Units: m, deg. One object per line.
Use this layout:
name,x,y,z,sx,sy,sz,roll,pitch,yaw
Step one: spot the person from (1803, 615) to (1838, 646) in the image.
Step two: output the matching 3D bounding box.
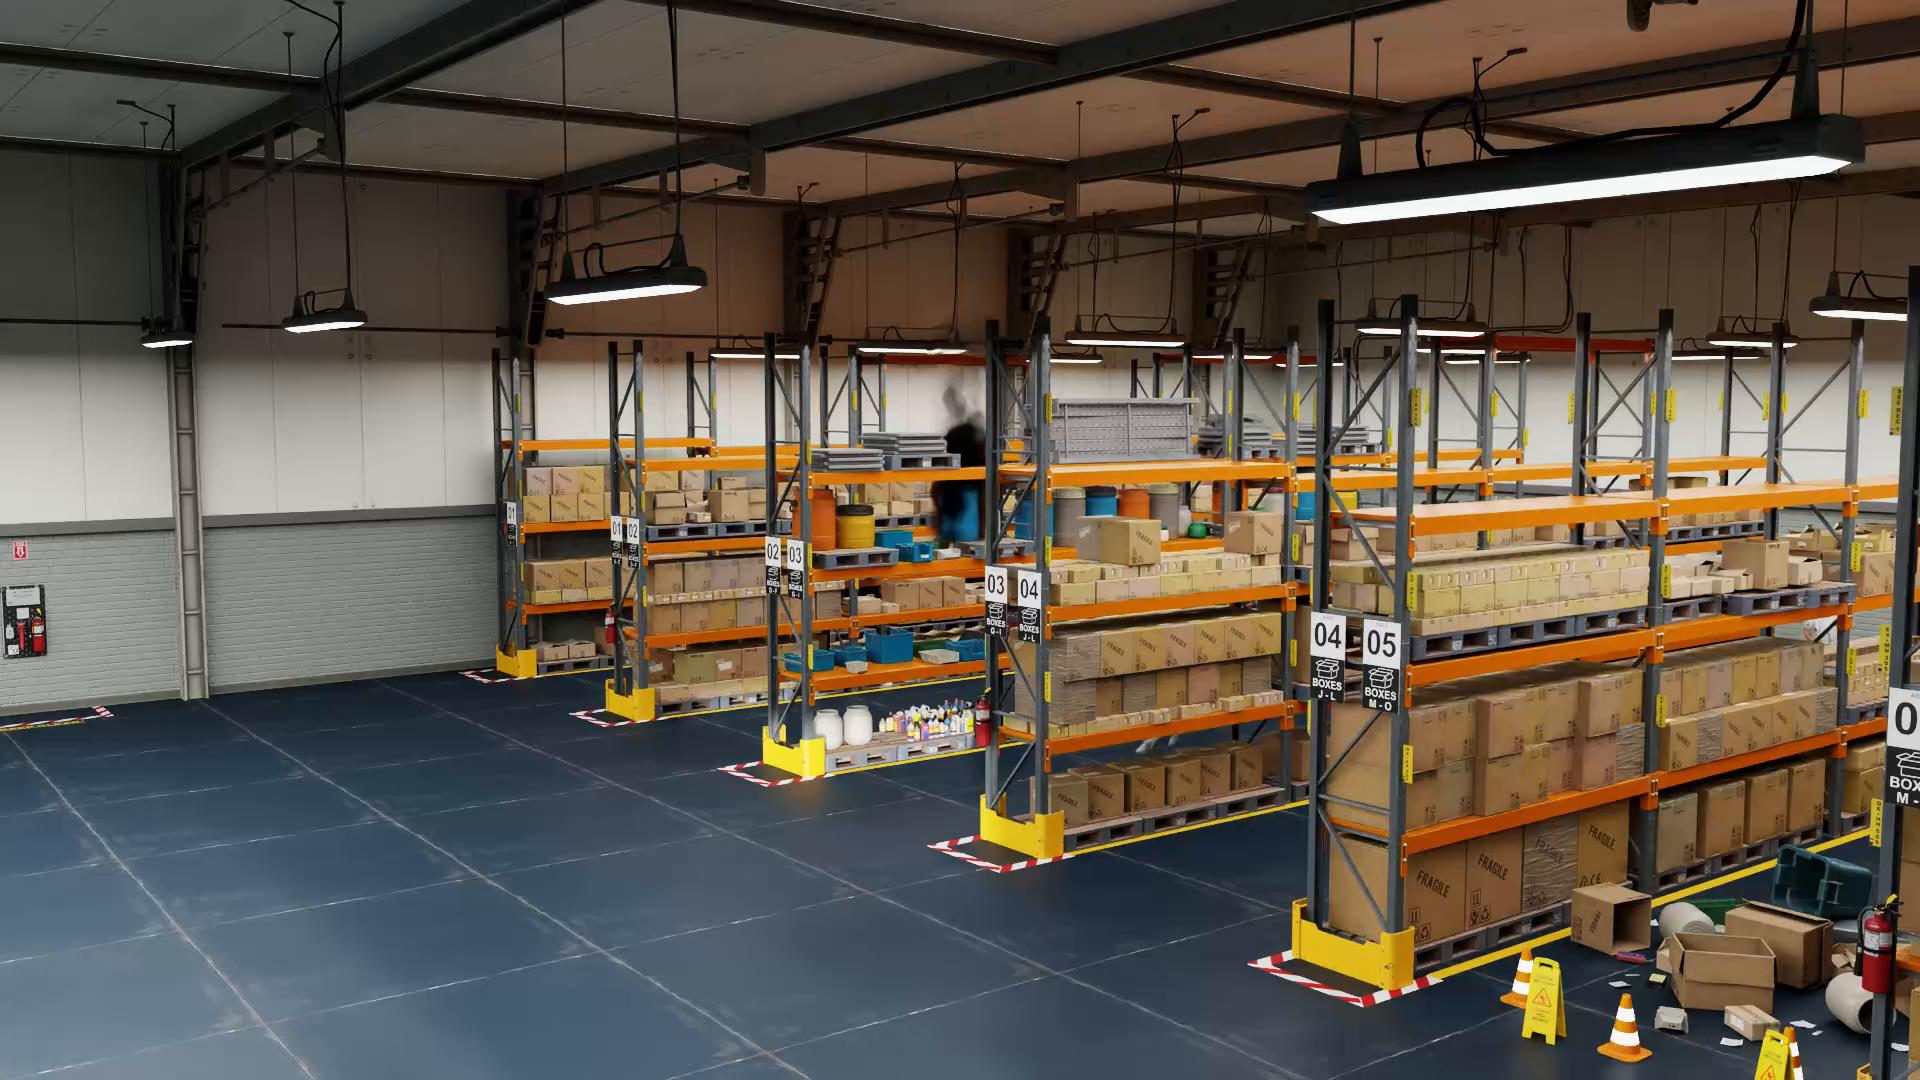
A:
person,14.463,1.849,27.766,0.669,1.789,0.888,1,5,14

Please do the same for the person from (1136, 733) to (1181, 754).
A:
person,2.750,1.998,22.767,0.707,1.796,0.946,5,7,44
